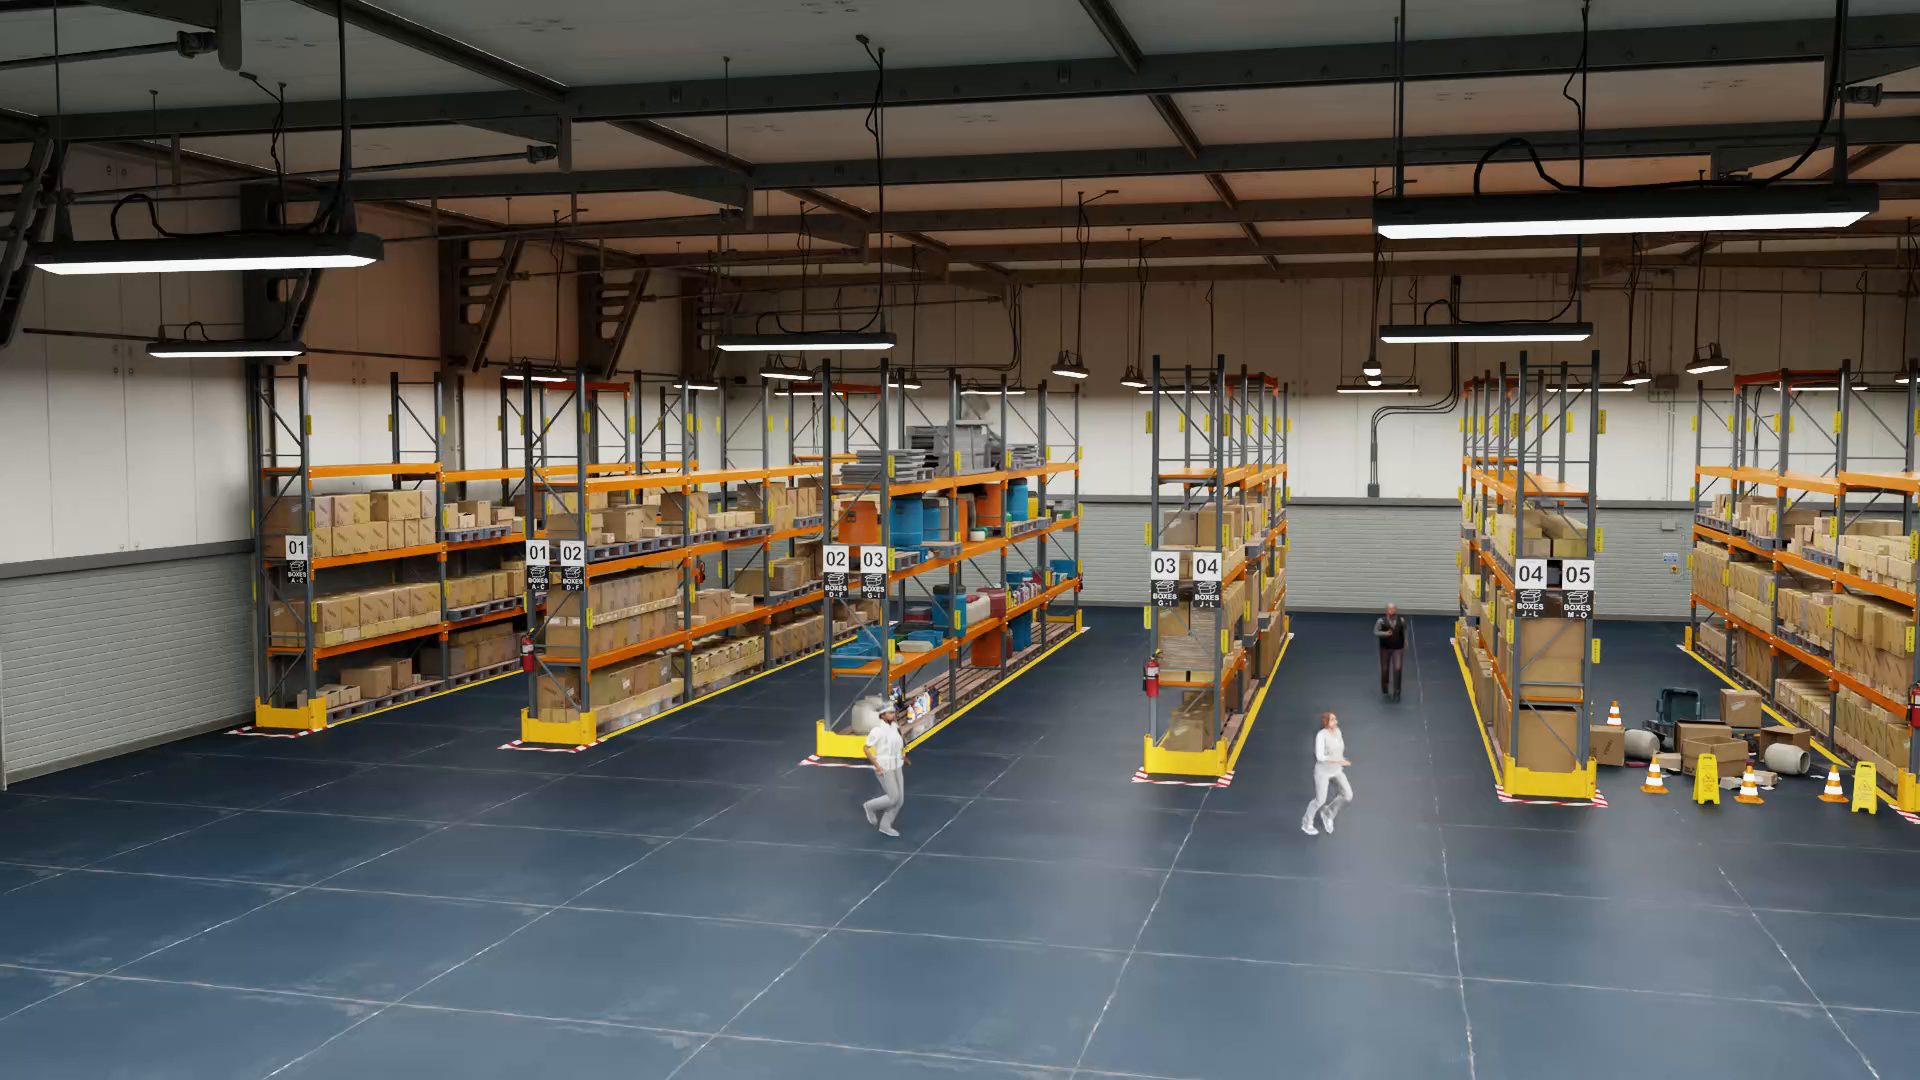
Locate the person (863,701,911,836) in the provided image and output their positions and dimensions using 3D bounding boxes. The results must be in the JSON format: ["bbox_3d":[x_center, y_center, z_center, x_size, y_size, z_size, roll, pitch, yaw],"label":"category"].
[{"bbox_3d":[-0.878,2.784,20.319,0.560,1.661,0.575,3,5,36],"label":"person"}]

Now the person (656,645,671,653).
[{"bbox_3d":[-6.266,1.718,34.740,0.670,1.843,0.760,1,4,7],"label":"person"}]

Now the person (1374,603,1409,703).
[{"bbox_3d":[7.891,2.034,30.417,0.635,1.767,0.840,1,4,11],"label":"person"}]

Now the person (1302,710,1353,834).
[{"bbox_3d":[4.480,2.820,20.102,0.554,1.552,0.762,-2,5,-31],"label":"person"}]
